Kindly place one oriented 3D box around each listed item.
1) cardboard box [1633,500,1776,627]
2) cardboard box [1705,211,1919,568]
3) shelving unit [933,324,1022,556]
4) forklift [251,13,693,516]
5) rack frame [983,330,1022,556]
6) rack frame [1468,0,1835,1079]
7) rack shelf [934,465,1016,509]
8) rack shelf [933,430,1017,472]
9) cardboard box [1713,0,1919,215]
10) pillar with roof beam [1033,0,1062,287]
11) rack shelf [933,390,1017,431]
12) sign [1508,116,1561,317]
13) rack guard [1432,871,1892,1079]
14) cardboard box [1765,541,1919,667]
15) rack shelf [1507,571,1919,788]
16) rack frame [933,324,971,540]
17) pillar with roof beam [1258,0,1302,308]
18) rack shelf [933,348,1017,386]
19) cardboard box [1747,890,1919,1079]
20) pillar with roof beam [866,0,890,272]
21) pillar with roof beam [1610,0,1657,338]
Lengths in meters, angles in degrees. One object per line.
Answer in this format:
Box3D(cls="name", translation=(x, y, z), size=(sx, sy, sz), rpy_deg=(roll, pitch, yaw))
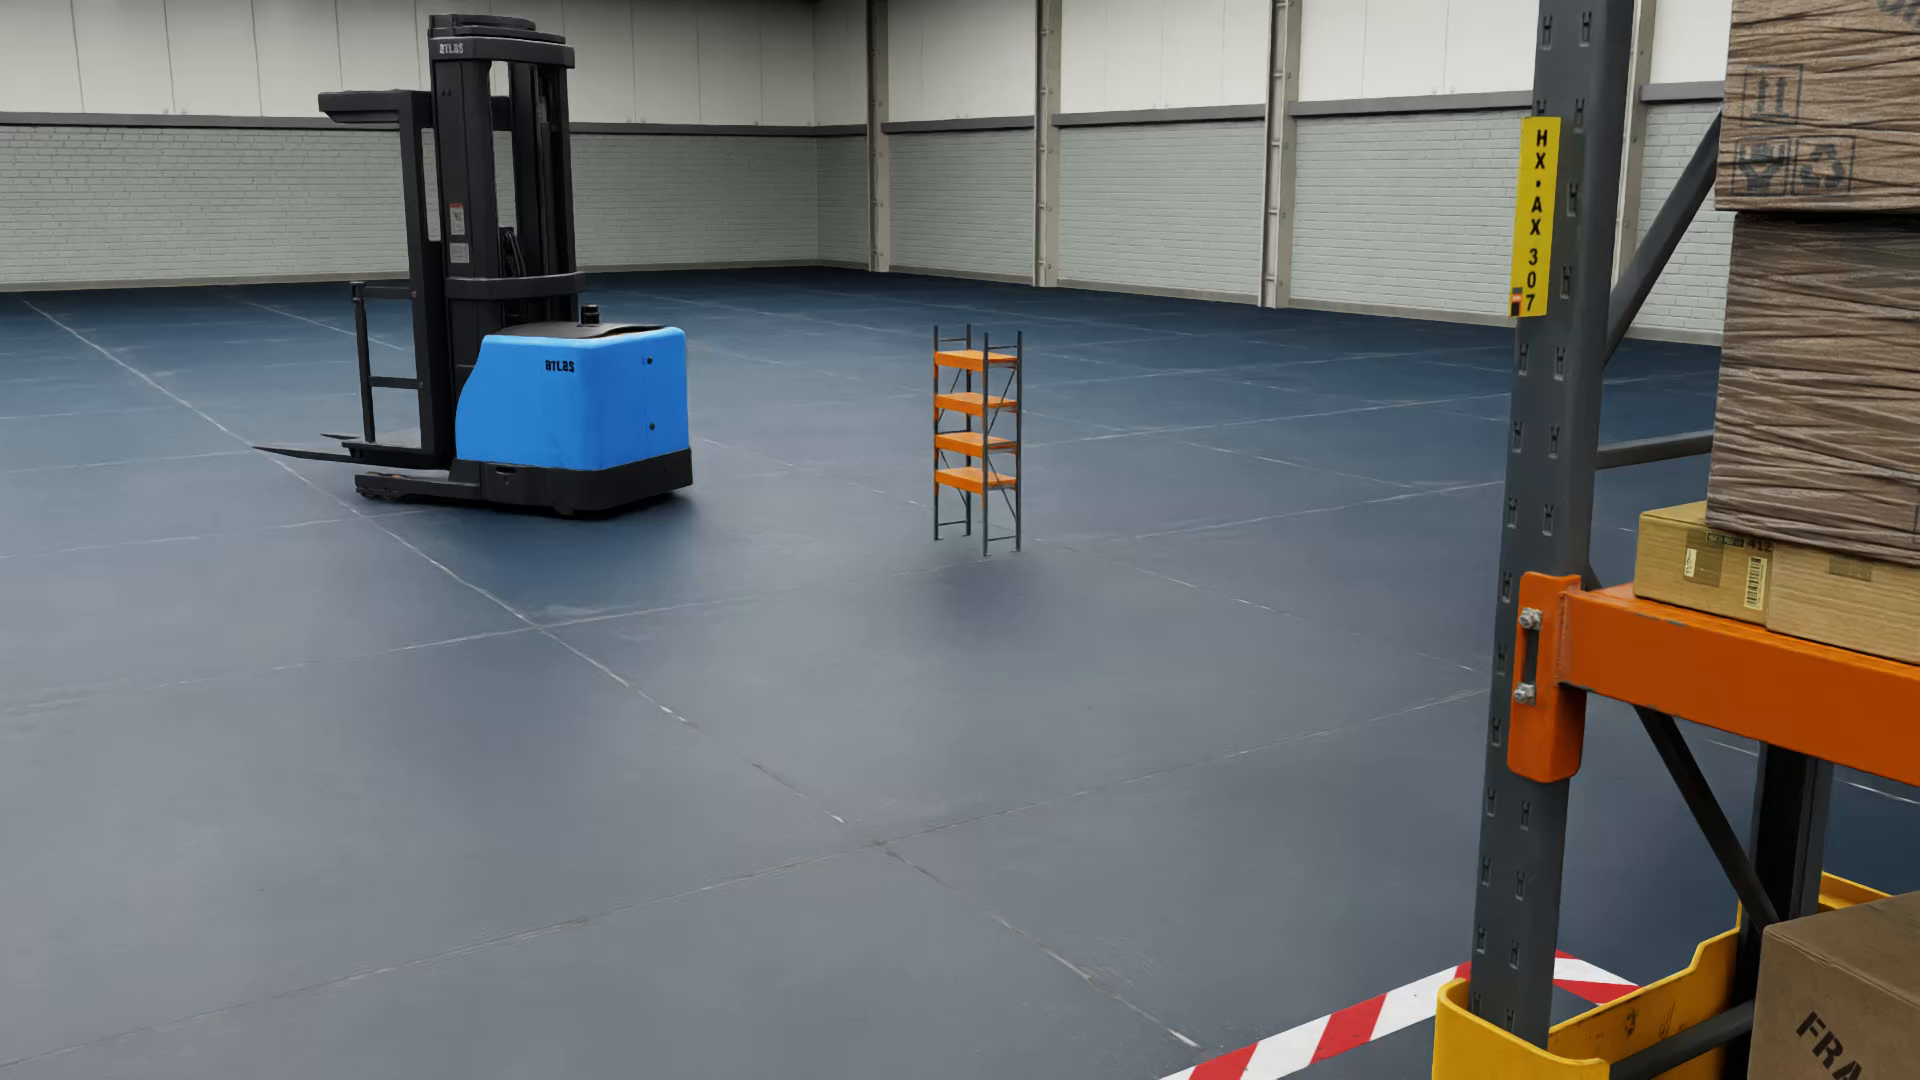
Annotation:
Box3D(cls="cardboard box", translation=(1.369, 0.024, 2.819), size=(0.380, 0.149, 0.250), rpy_deg=(-8, 15, -33))
Box3D(cls="cardboard box", translation=(1.692, -0.271, 2.649), size=(0.875, 0.500, 0.500), rpy_deg=(-8, 15, -33))
Box3D(cls="shelving unit", translation=(0.092, -0.557, 9.099), size=(0.258, 1.200, 0.503), rpy_deg=(-8, 15, -33))
Box3D(cls="forklift", translation=(-3.270, -1.769, 10.589), size=(3.031, 2.935, 1.130), rpy_deg=(6, 14, 25))
Box3D(cls="rack frame", translation=(0.227, -0.513, 8.901), size=(0.240, 1.200, 0.015), rpy_deg=(-8, 15, -33))
Box3D(cls="rack frame", translation=(1.410, -0.178, 3.153), size=(1.000, 3.000, 0.127), rpy_deg=(-8, 15, -33))
Box3D(cls="rack shelf", translation=(0.092, -0.297, 9.156), size=(0.258, 0.148, 0.480), rpy_deg=(-8, 15, -33))
Box3D(cls="rack shelf", translation=(0.092, -0.491, 9.113), size=(0.258, 0.148, 0.480), rpy_deg=(-8, 15, -33))
Box3D(cls="cardboard box", translation=(1.488, -0.730, 2.409), size=(0.500, 0.500, 0.500), rpy_deg=(-8, 15, -33))
Box3D(cls="pillar with roof beam", translation=(-1.992, -8.604, 27.643), size=(9.100, 9.000, 0.400), rpy_deg=(-8, 15, -33))
Box3D(cls="rack shelf", translation=(0.092, -0.710, 9.066), size=(0.258, 0.148, 0.480), rpy_deg=(-8, 15, -33))
Box3D(cls="sign", translation=(0.958, -0.536, 2.767), size=(0.100, 0.325, 0.005), rpy_deg=(-8, 15, -33))
Box3D(cls="rack guard", translation=(1.452, 1.057, 3.359), size=(1.175, 0.500, 0.348), rpy_deg=(-8, 15, -33))
Box3D(cls="cardboard box", translation=(1.492, 0.071, 2.606), size=(0.380, 0.149, 0.250), rpy_deg=(-8, 15, -33))
Box3D(cls="rack shelf", translation=(2.518, 0.529, 1.604), size=(1.077, 0.370, 4.000), rpy_deg=(-8, 15, -33))
Box3D(cls="rack frame", translation=(-0.043, -0.600, 9.297), size=(0.240, 1.200, 0.015), rpy_deg=(-8, 15, -33))
Box3D(cls="pillar with roof beam", translation=(1.332, -7.537, 22.763), size=(9.100, 9.000, 0.400), rpy_deg=(-8, 15, -33))
Box3D(cls="rack shelf", translation=(0.092, -0.941, 9.015), size=(0.258, 0.148, 0.480), rpy_deg=(-8, 15, -33))
Box3D(cls="cardboard box", translation=(1.742, 0.951, 2.859), size=(0.500, 0.500, 0.500), rpy_deg=(-5, 13, -22))
Box3D(cls="pillar with roof beam", translation=(-5.317, -9.671, 32.522), size=(9.100, 9.000, 0.400), rpy_deg=(-8, 15, -33))
Box3D(cls="pillar with roof beam", translation=(4.656, -6.470, 17.883), size=(9.100, 9.000, 0.400), rpy_deg=(-8, 15, -33))
